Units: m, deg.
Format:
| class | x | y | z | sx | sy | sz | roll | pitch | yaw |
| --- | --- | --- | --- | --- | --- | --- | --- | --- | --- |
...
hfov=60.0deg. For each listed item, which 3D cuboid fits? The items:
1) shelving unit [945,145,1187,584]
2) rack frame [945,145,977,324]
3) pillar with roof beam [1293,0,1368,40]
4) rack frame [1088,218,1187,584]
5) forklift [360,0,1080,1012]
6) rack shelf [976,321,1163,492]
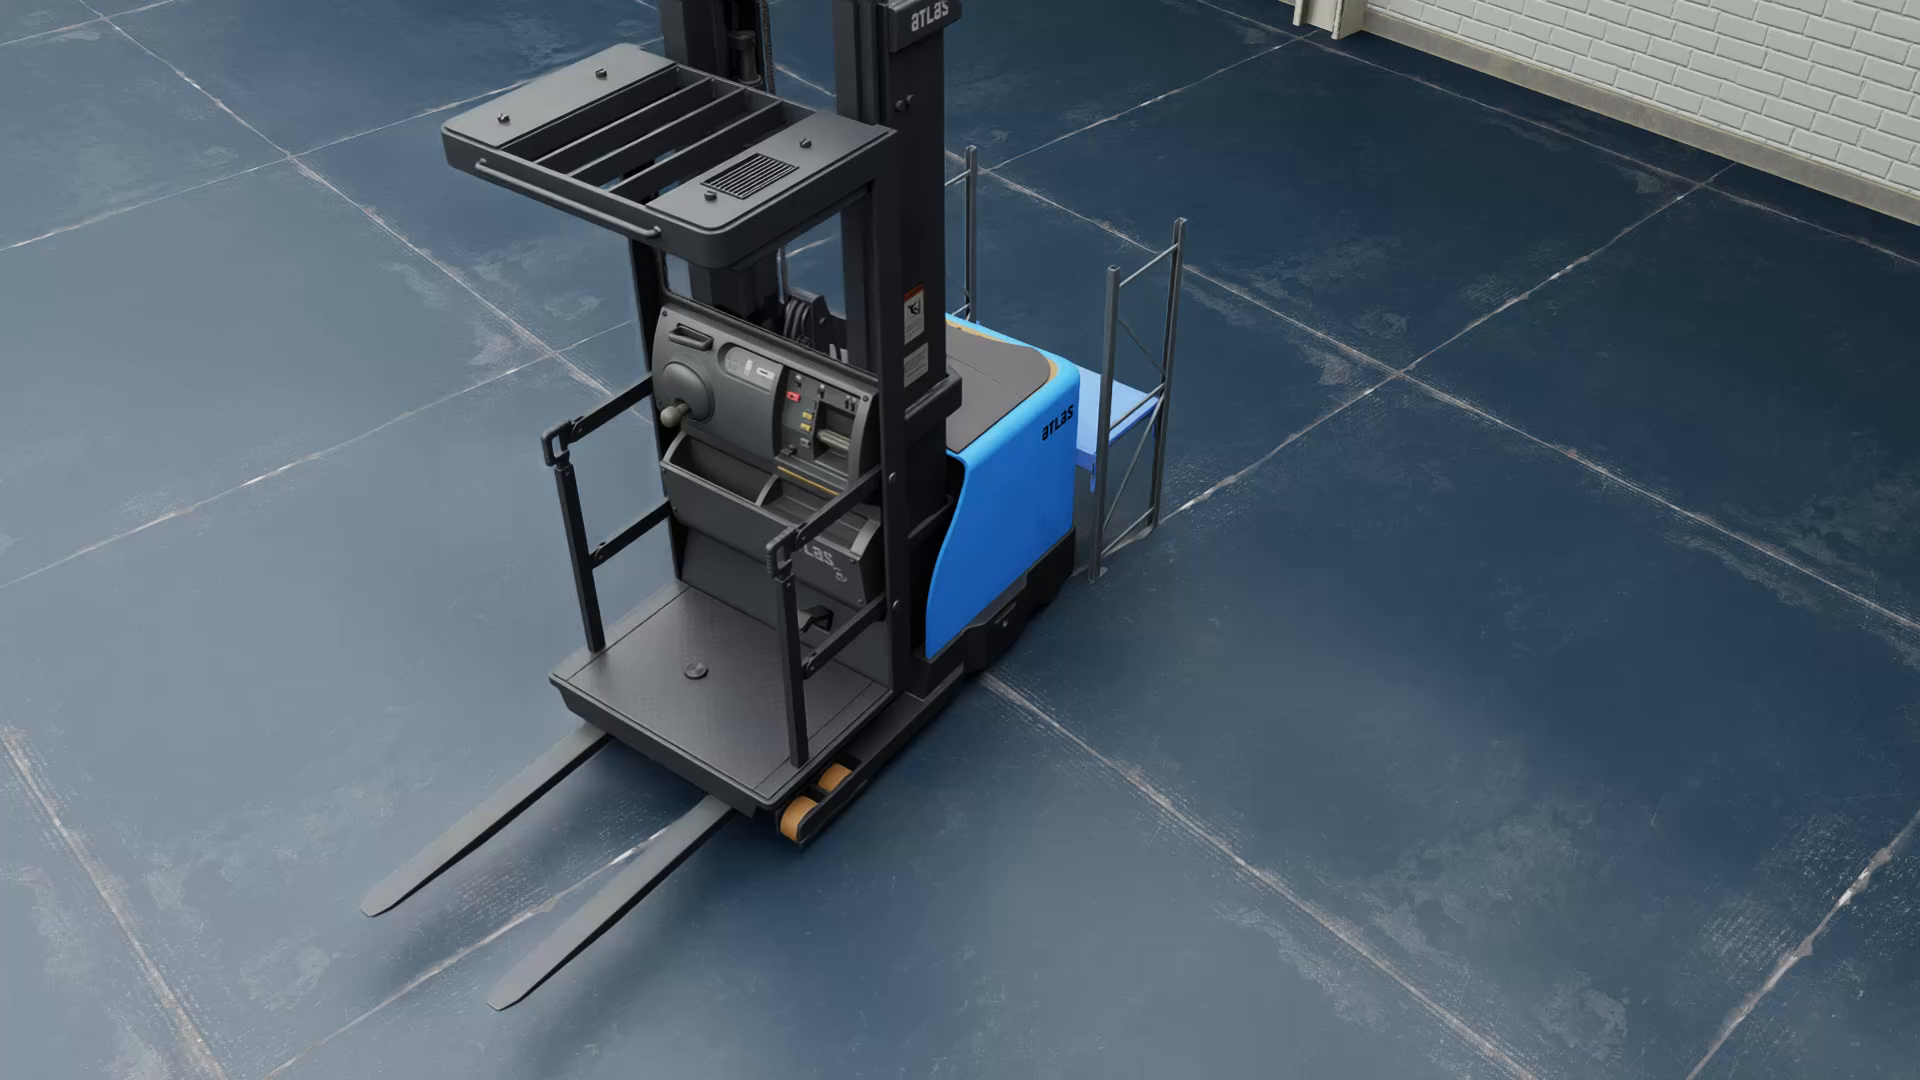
| class | x | y | z | sx | sy | sz | roll | pitch | yaw |
| --- | --- | --- | --- | --- | --- | --- | --- | --- | --- |
| shelving unit | 0.306 | -0.725 | 6.955 | 1.048 | 1.500 | 0.538 | 26 | 46 | 29 |
| rack frame | -0.094 | -0.922 | 7.198 | 0.032 | 1.500 | 0.500 | 26 | 46 | 29 |
| pillar with roof beam | -0.570 | -5.303 | 6.654 | 9.100 | 9.000 | 0.400 | -30 | 48 | -32 |
| rack frame | 0.707 | -0.528 | 6.711 | 0.032 | 1.500 | 0.500 | 26 | 46 | 29 |
| forklift | -0.795 | -0.412 | 5.427 | 1.130 | 2.935 | 3.031 | 25 | 45 | 27 |
| rack shelf | 0.306 | -0.585 | 7.068 | 1.000 | 0.185 | 0.538 | 26 | 46 | 29 |
